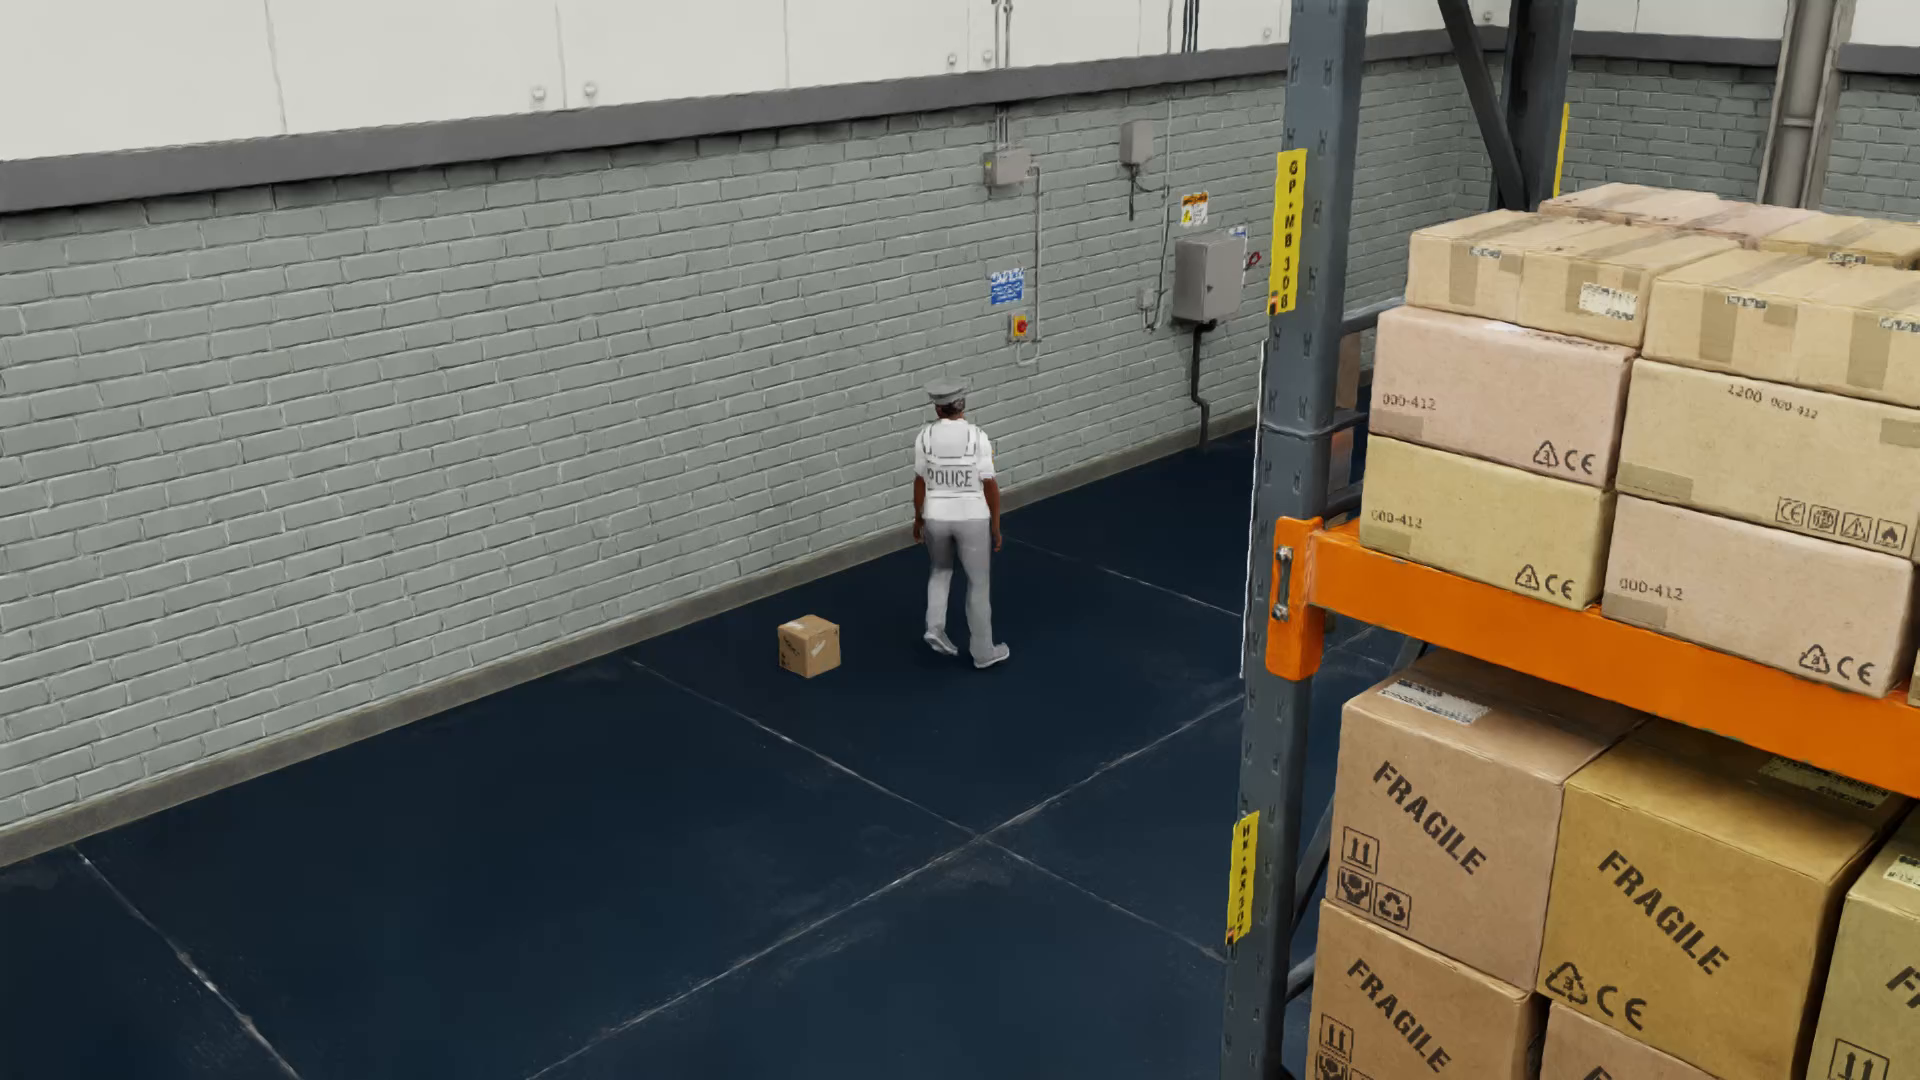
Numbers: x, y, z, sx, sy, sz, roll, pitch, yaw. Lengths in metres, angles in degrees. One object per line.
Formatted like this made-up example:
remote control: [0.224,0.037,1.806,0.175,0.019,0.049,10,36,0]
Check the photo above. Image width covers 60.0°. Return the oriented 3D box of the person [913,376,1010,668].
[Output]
person: [-0.022,-0.079,9.264,0.564,1.646,0.463,6,22,16]
